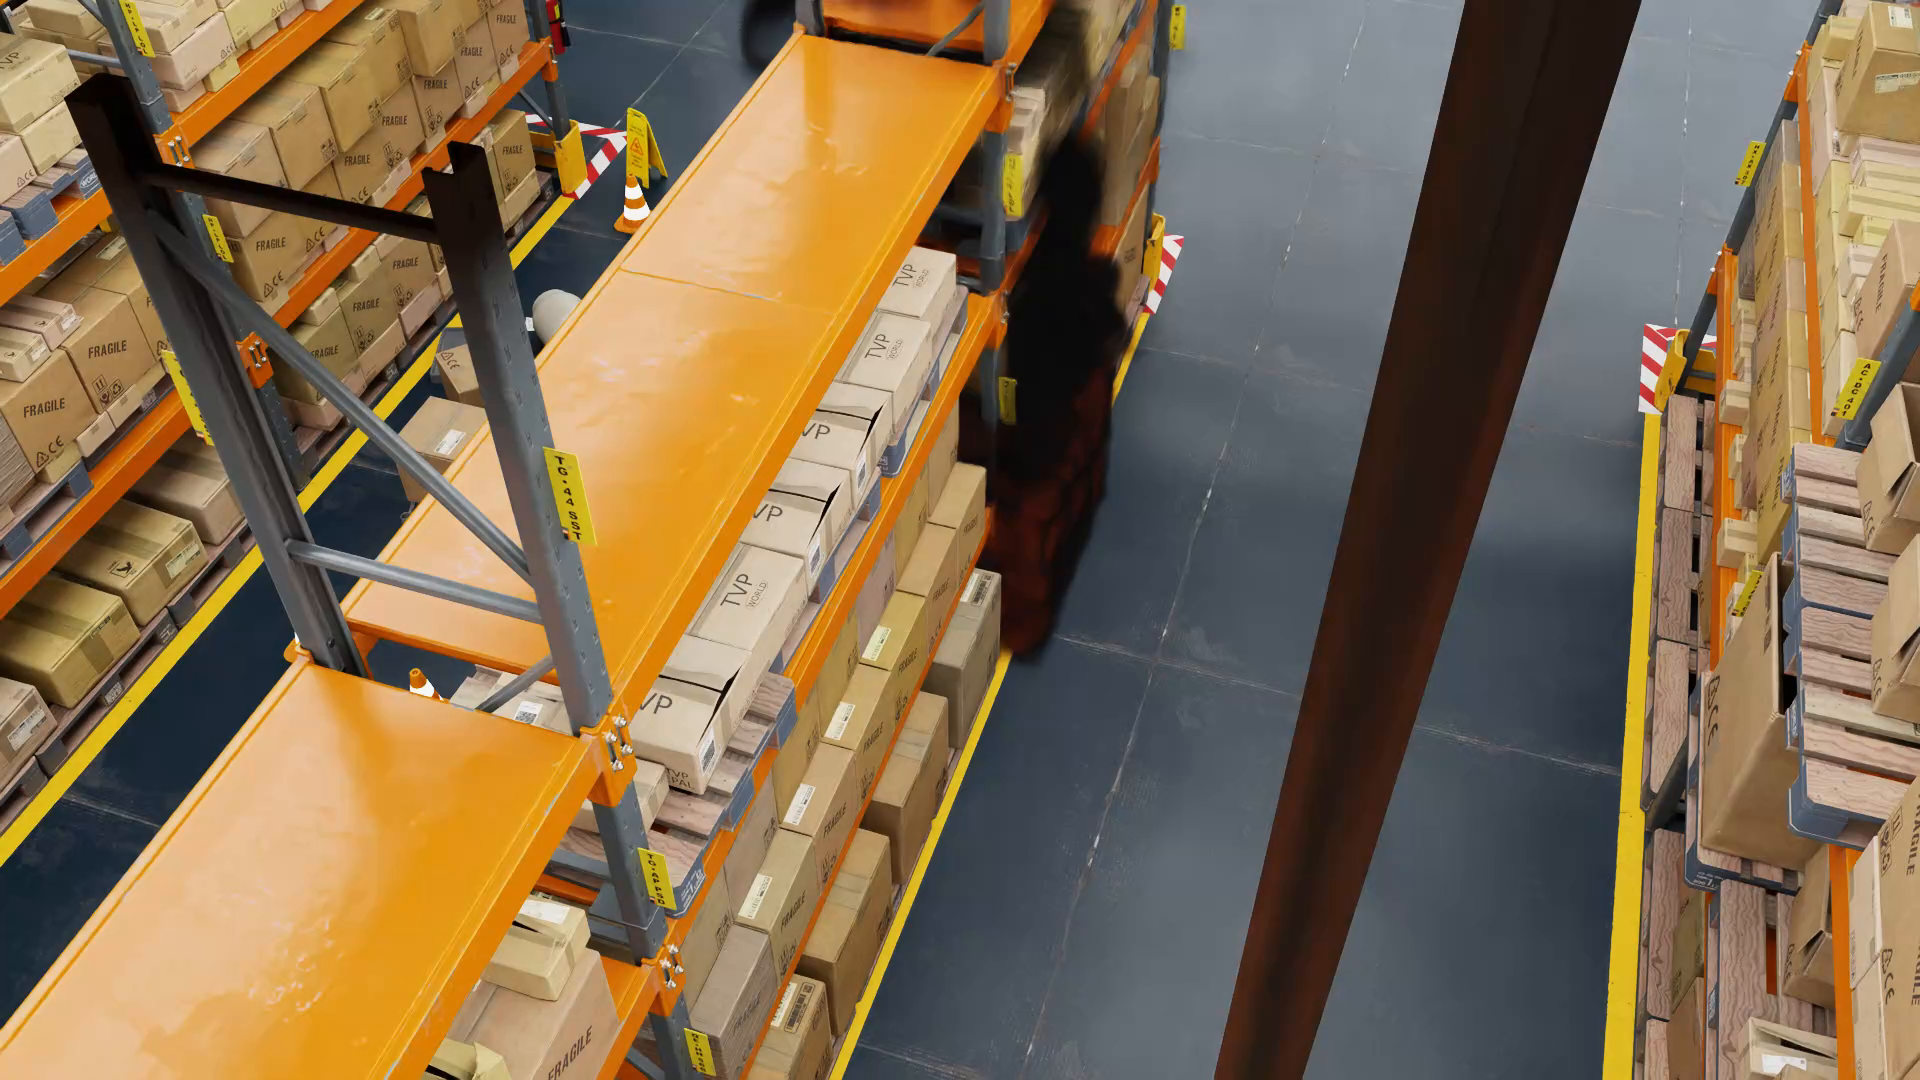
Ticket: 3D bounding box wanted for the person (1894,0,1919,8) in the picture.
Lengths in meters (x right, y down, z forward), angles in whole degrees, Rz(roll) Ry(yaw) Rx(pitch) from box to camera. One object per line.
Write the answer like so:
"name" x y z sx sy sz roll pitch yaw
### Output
"person" 7.626 -4.216 14.030 0.669 1.749 0.584 -32 54 -27
